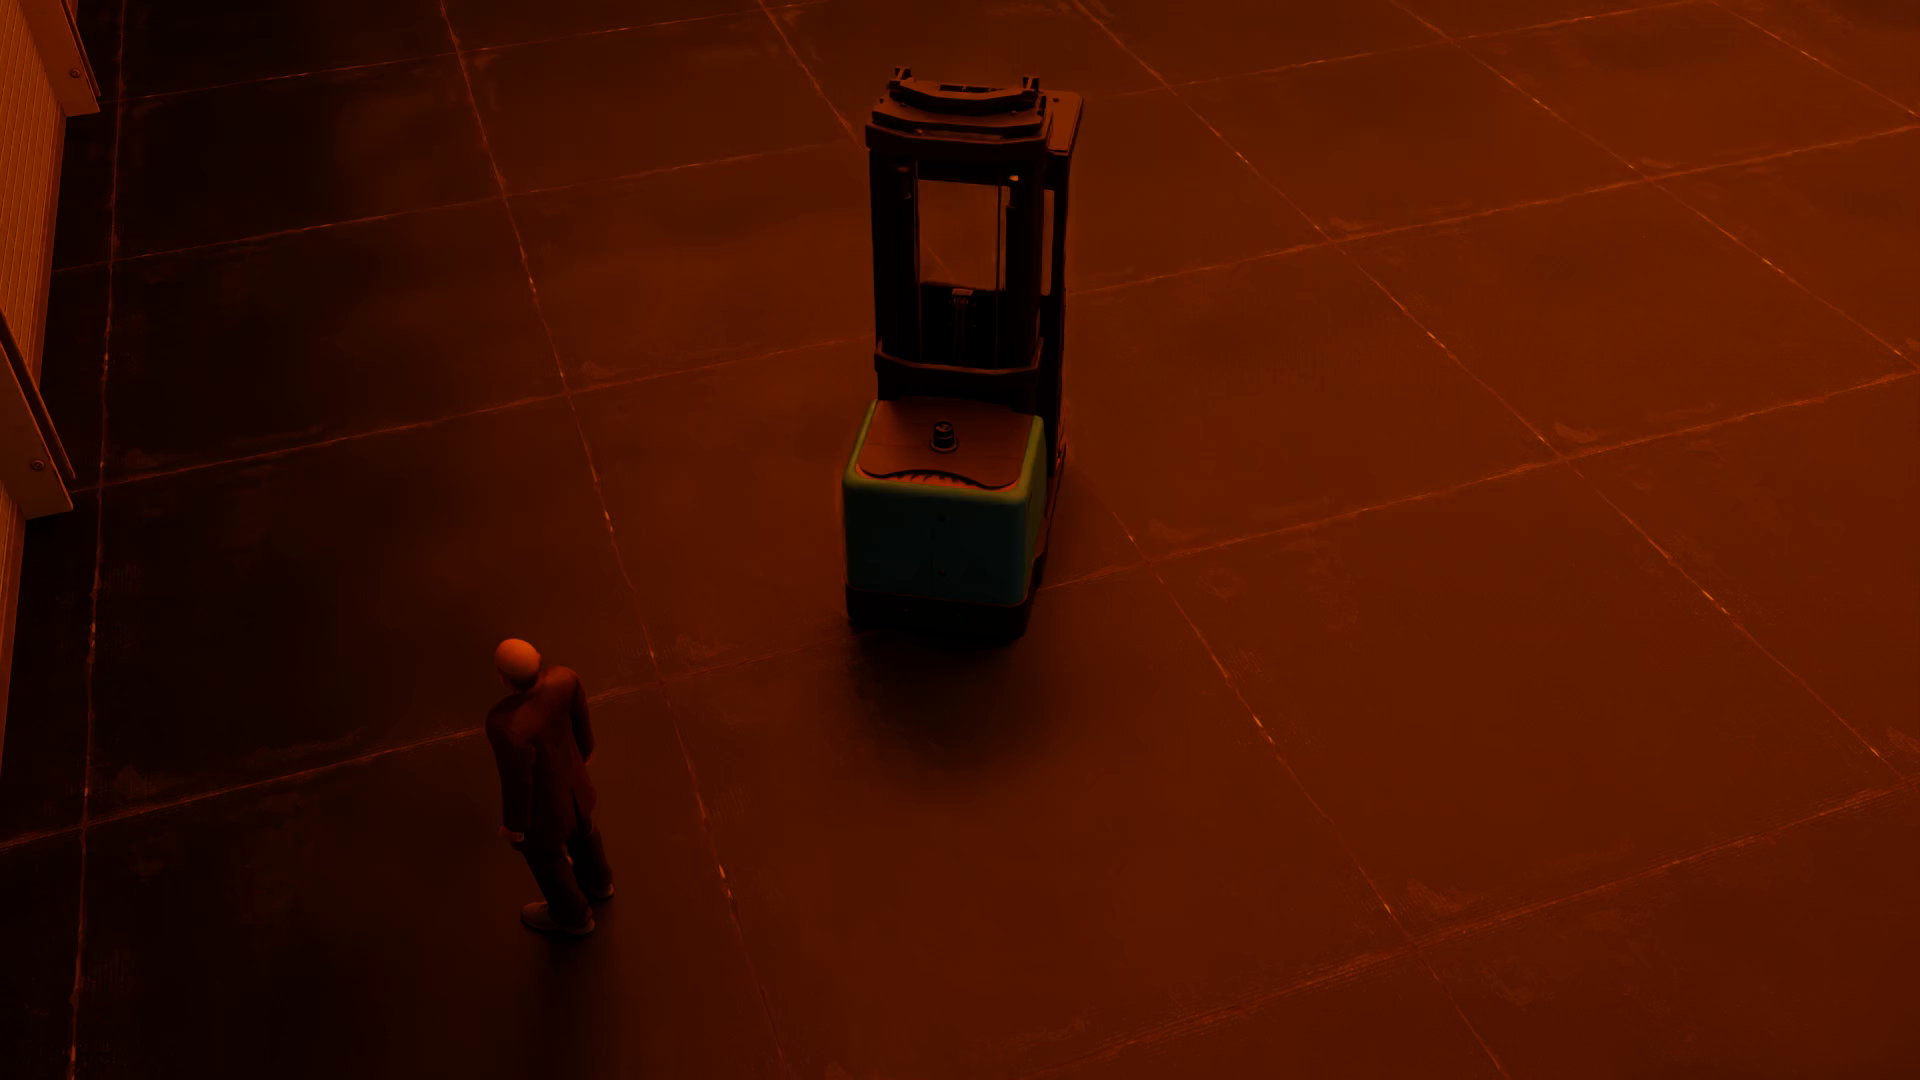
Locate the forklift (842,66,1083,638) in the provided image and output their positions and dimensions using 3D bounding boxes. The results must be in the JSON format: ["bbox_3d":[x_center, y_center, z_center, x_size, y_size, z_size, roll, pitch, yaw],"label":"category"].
[{"bbox_3d":[0.090,-1.513,9.798,1.130,2.935,3.031,6,40,7],"label":"forklift"}]

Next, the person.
[{"bbox_3d":[-1.918,1.103,7.576,0.405,1.783,0.612,16,43,19],"label":"person"}]
